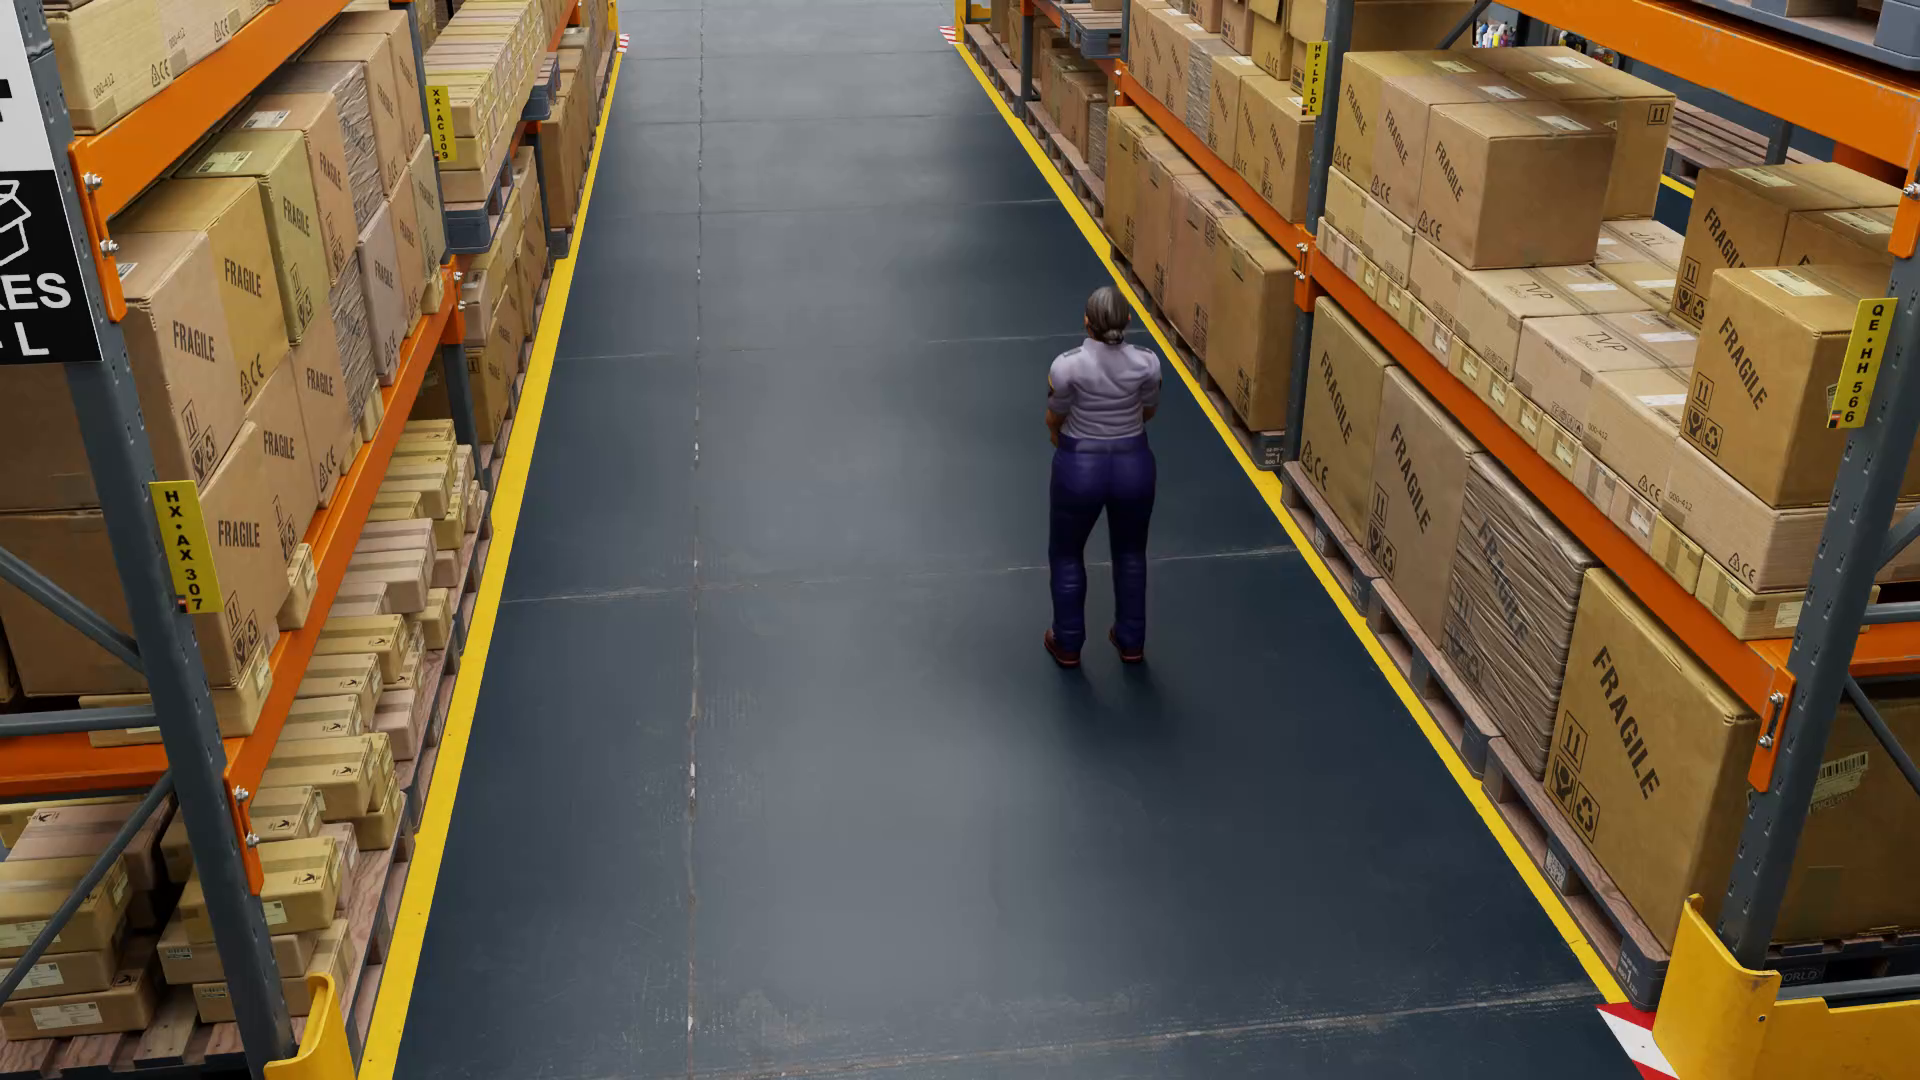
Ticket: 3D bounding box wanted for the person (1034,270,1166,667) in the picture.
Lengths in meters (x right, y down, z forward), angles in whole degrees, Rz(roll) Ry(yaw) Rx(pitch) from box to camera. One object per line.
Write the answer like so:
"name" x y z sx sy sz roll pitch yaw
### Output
"person" 0.560 -0.259 6.630 0.557 1.651 0.370 -5 28 -10
